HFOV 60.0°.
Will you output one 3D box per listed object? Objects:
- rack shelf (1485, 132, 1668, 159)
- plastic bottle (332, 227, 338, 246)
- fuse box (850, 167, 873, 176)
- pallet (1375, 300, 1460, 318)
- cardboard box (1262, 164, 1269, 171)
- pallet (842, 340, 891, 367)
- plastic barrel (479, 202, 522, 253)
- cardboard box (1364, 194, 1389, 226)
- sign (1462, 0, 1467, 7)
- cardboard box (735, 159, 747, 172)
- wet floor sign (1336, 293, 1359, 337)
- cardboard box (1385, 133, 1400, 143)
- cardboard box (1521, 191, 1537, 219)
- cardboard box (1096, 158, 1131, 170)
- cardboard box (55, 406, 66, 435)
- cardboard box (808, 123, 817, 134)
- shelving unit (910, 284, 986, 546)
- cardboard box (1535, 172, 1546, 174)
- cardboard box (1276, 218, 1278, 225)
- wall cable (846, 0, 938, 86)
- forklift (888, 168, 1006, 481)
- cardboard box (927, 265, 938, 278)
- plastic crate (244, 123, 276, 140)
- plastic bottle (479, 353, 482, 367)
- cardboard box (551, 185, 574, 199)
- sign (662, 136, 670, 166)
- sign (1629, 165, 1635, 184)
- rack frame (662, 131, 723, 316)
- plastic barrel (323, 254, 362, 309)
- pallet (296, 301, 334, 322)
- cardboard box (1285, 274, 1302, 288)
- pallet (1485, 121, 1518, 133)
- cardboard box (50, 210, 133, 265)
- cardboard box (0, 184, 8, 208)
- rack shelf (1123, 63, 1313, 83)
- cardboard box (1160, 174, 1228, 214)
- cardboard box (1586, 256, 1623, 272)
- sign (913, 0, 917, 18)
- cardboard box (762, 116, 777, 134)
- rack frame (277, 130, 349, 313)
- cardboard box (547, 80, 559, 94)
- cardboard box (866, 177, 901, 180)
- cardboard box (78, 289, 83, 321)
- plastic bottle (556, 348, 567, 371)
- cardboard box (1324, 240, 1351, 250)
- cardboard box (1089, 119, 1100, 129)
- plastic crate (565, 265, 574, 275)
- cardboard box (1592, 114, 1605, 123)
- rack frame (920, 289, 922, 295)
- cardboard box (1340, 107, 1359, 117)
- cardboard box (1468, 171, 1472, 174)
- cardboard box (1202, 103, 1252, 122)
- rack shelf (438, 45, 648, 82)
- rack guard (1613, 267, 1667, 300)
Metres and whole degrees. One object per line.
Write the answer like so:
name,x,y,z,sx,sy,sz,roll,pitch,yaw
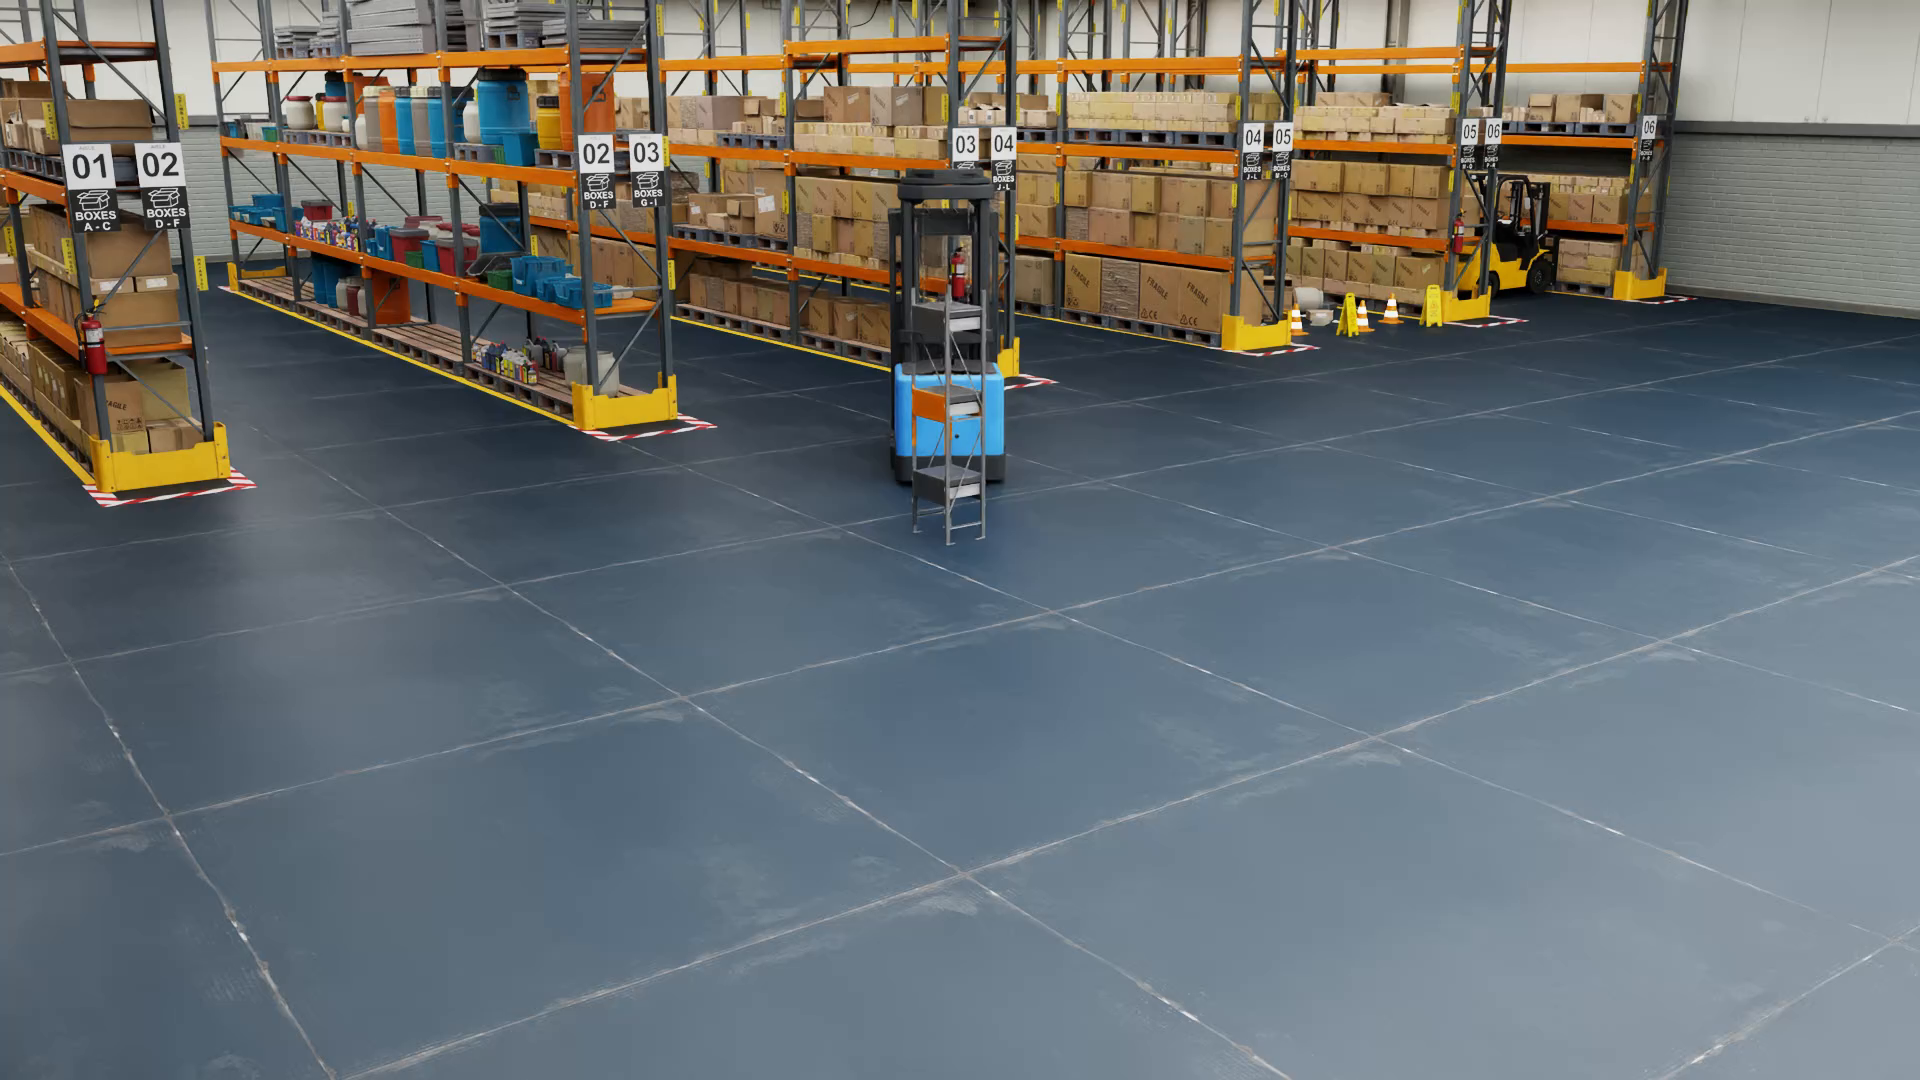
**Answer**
rack shelf,11.131,-7.391,31.081,1.077,0.370,4.000,-11,19,-35
plastic bottle,-9.687,-4.703,25.797,0.061,0.283,0.133,-11,19,-35
fuse box,-2.663,-9.384,45.120,0.539,1.711,0.414,-11,19,-35
pallet,7.800,-3.944,28.085,1.003,0.211,1.213,-11,19,-35
cardboard box,6.494,-8.145,37.162,0.797,0.503,0.637,-11,19,-36
pallet,-0.929,-2.666,23.416,1.003,0.211,1.213,-11,19,-35
plastic barrel,-6.063,-4.012,22.102,0.600,0.901,0.708,-11,19,-35
cardboard box,7.170,-5.573,28.004,0.500,0.500,0.500,-11,19,-35
sign,7.833,-8.432,25.768,0.100,0.325,0.005,-11,19,-35
cardboard box,-4.419,-8.036,35.107,0.500,0.500,0.500,-11,19,-36
wet floor sign,5.968,-3.469,25.529,0.232,0.644,0.267,14,21,42
cardboard box,7.276,-6.672,27.565,0.380,0.149,0.250,-11,19,-35
cardboard box,10.901,-6.304,31.239,0.500,0.500,0.500,-11,19,-34
cardboard box,3.074,-7.402,33.355,0.500,0.500,0.500,-11,19,-36
cardboard box,-9.183,-1.282,17.490,0.500,0.250,0.500,-11,19,-35
cardboard box,-1.921,-5.813,23.478,0.380,0.149,0.250,-12,19,-37
shelving unit,-0.097,-1.048,13.928,0.431,2.100,0.503,-11,19,-35
cardboard box,11.114,-6.924,31.709,0.380,0.149,0.250,-11,19,-35
cardboard box,5.868,-5.709,29.730,0.380,0.149,0.250,-11,19,-35
wall cable,-1.801,-13.133,44.942,2.988,3.039,0.133,-11,19,-35
forklift,-0.175,-2.312,16.969,1.130,2.935,3.031,-1,15,-3
cardboard box,-0.203,-3.516,21.717,0.380,0.149,0.250,-11,19,-35
plastic crate,-12.083,-7.071,28.773,0.437,0.282,0.530,-11,19,-35
plastic bottle,-6.128,-2.323,21.351,0.097,0.201,0.097,0,15,0
cardboard box,-7.264,-6.607,30.834,0.500,0.500,0.500,-10,18,-33
sign,-3.281,-4.322,18.486,0.100,0.325,0.005,-11,19,-35
sign,11.860,-6.456,29.340,0.100,0.325,0.005,-11,19,-35
rack frame,-4.426,-5.263,27.625,1.000,3.000,0.127,-11,19,-35
plastic barrel,-10.062,-4.269,27.172,0.600,0.901,0.708,-11,19,-35
pallet,-10.364,-3.833,27.679,1.003,0.211,1.213,-11,19,-35
cardboard box,6.070,-4.656,29.818,0.500,0.250,0.500,-12,19,-37
pallet,10.477,-7.945,31.907,1.003,0.211,1.213,-11,19,-35
cardboard box,-8.938,-3.131,17.187,0.700,0.500,0.500,-11,19,-34
cardboard box,-14.843,-5.256,25.513,0.500,0.500,0.500,-10,18,-33
rack shelf,4.766,-8.728,31.040,1.077,0.370,4.000,-11,19,-35
cardboard box,3.545,-5.226,25.157,0.875,0.550,0.550,-11,19,-35
cardboard box,11.768,-5.037,30.265,0.500,0.250,0.500,-11,19,-35
sign,-0.788,-9.308,29.118,0.100,0.325,0.005,-11,19,-35
cardboard box,-2.708,-6.179,24.747,0.396,0.266,0.258,-10,18,-33
rack frame,-10.784,-5.349,27.937,1.000,3.000,0.127,-11,19,-35
cardboard box,-7.326,-8.427,30.906,0.500,0.250,0.500,-12,20,-38
cardboard box,-0.999,-4.816,23.345,0.500,0.500,0.500,-11,19,-35
cardboard box,-8.314,-2.280,16.534,0.700,0.500,0.500,-10,18,-33
plastic bottle,-5.074,-2.301,21.127,0.152,0.276,0.135,-10,18,-34
cardboard box,6.560,-5.128,28.894,0.380,0.149,0.250,-10,18,-31
cardboard box,2.236,-6.495,25.933,0.380,0.149,0.250,-11,19,-35
plastic crate,-5.210,-3.375,21.005,0.499,0.251,0.616,-11,19,-35
cardboard box,11.574,-7.571,29.864,0.380,0.149,0.250,-12,19,-36
rack frame,-0.355,-6.012,30.359,1.000,3.000,0.127,-11,19,-35
cardboard box,6.673,-7.270,28.240,0.380,0.149,0.250,-11,19,-35
cardboard box,9.902,-7.109,32.387,0.380,0.149,0.250,-10,18,-33
cardboard box,3.835,-6.133,23.857,0.500,0.250,0.500,-11,19,-34
rack shelf,-4.905,-5.567,19.491,1.077,0.370,4.000,-11,19,-35
rack guard,12.321,-4.654,30.133,1.175,0.500,0.348,-11,19,-35
